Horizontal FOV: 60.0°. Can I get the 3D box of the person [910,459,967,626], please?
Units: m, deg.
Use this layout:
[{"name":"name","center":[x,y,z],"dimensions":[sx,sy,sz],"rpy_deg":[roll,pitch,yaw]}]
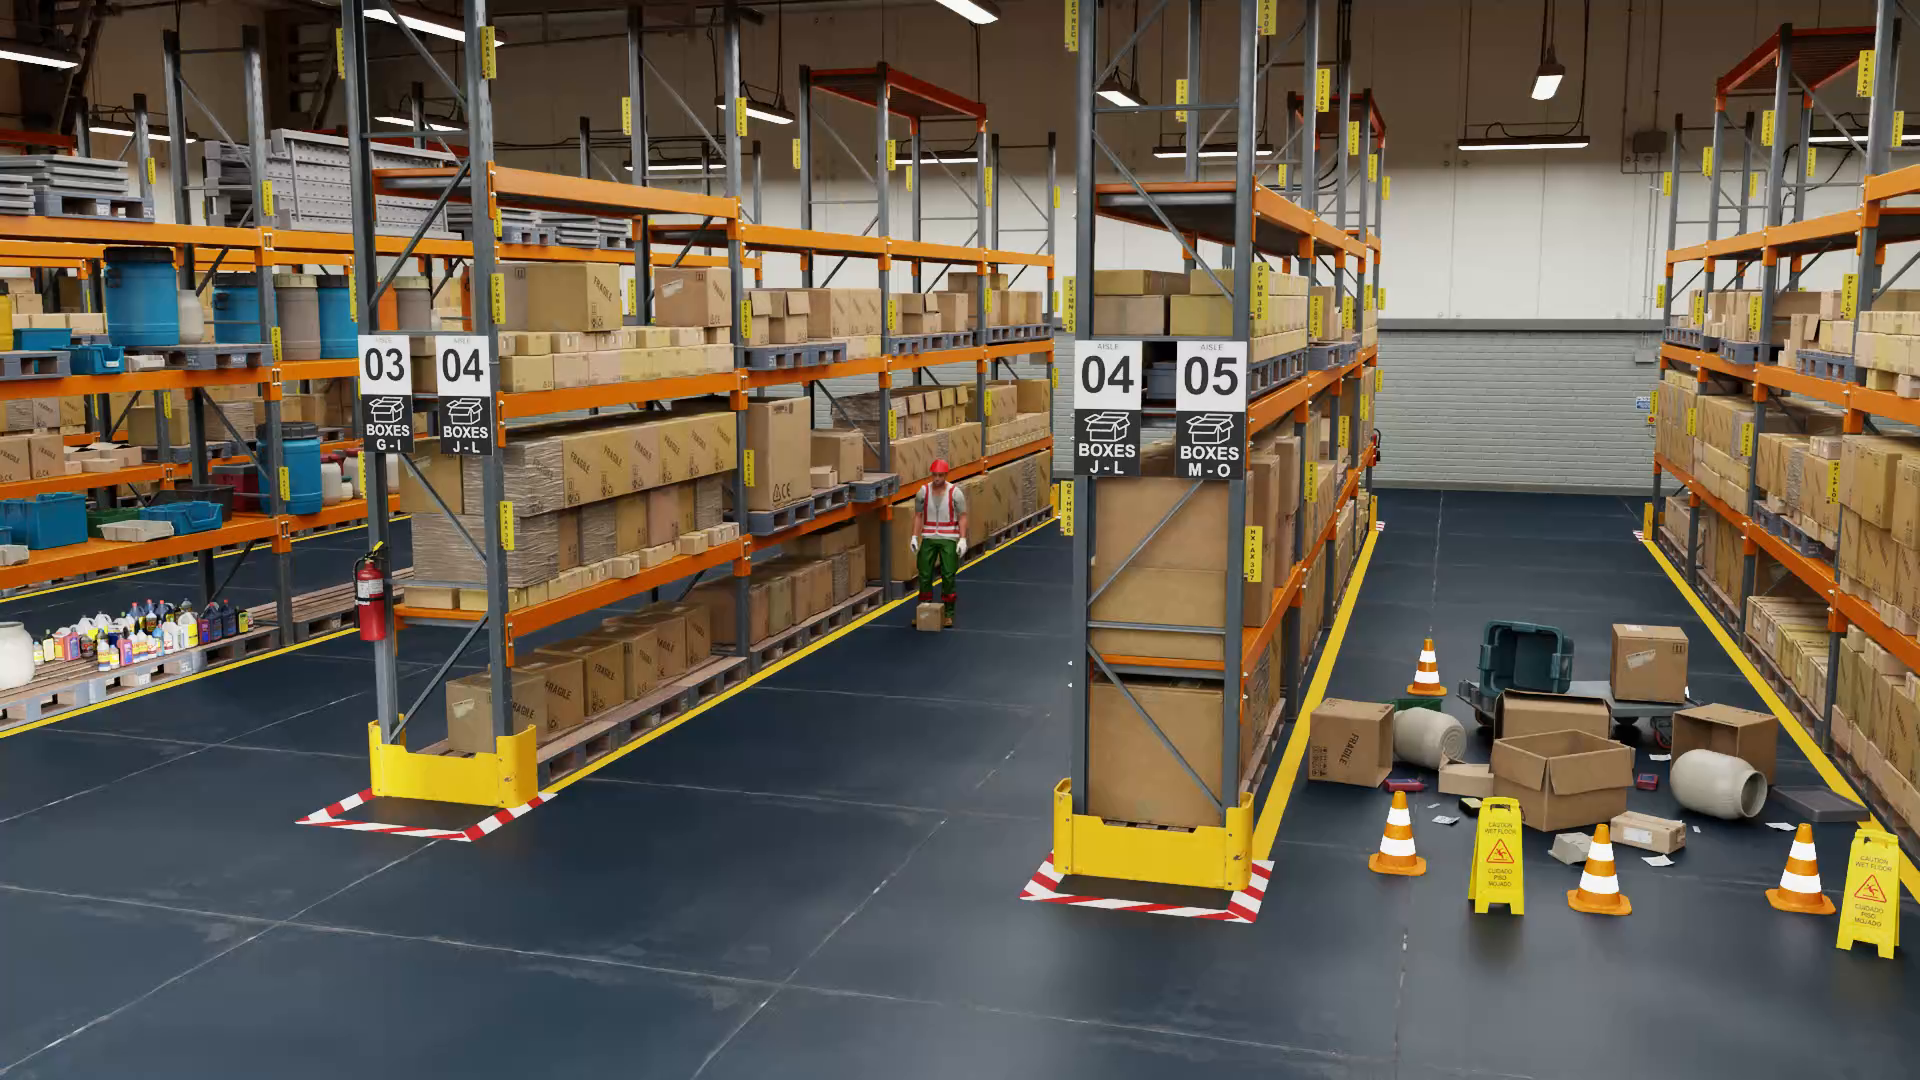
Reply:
[{"name":"person","center":[-0.223,0.024,17.606],"dimensions":[0.620,1.780,0.446],"rpy_deg":[2,8,13]}]
